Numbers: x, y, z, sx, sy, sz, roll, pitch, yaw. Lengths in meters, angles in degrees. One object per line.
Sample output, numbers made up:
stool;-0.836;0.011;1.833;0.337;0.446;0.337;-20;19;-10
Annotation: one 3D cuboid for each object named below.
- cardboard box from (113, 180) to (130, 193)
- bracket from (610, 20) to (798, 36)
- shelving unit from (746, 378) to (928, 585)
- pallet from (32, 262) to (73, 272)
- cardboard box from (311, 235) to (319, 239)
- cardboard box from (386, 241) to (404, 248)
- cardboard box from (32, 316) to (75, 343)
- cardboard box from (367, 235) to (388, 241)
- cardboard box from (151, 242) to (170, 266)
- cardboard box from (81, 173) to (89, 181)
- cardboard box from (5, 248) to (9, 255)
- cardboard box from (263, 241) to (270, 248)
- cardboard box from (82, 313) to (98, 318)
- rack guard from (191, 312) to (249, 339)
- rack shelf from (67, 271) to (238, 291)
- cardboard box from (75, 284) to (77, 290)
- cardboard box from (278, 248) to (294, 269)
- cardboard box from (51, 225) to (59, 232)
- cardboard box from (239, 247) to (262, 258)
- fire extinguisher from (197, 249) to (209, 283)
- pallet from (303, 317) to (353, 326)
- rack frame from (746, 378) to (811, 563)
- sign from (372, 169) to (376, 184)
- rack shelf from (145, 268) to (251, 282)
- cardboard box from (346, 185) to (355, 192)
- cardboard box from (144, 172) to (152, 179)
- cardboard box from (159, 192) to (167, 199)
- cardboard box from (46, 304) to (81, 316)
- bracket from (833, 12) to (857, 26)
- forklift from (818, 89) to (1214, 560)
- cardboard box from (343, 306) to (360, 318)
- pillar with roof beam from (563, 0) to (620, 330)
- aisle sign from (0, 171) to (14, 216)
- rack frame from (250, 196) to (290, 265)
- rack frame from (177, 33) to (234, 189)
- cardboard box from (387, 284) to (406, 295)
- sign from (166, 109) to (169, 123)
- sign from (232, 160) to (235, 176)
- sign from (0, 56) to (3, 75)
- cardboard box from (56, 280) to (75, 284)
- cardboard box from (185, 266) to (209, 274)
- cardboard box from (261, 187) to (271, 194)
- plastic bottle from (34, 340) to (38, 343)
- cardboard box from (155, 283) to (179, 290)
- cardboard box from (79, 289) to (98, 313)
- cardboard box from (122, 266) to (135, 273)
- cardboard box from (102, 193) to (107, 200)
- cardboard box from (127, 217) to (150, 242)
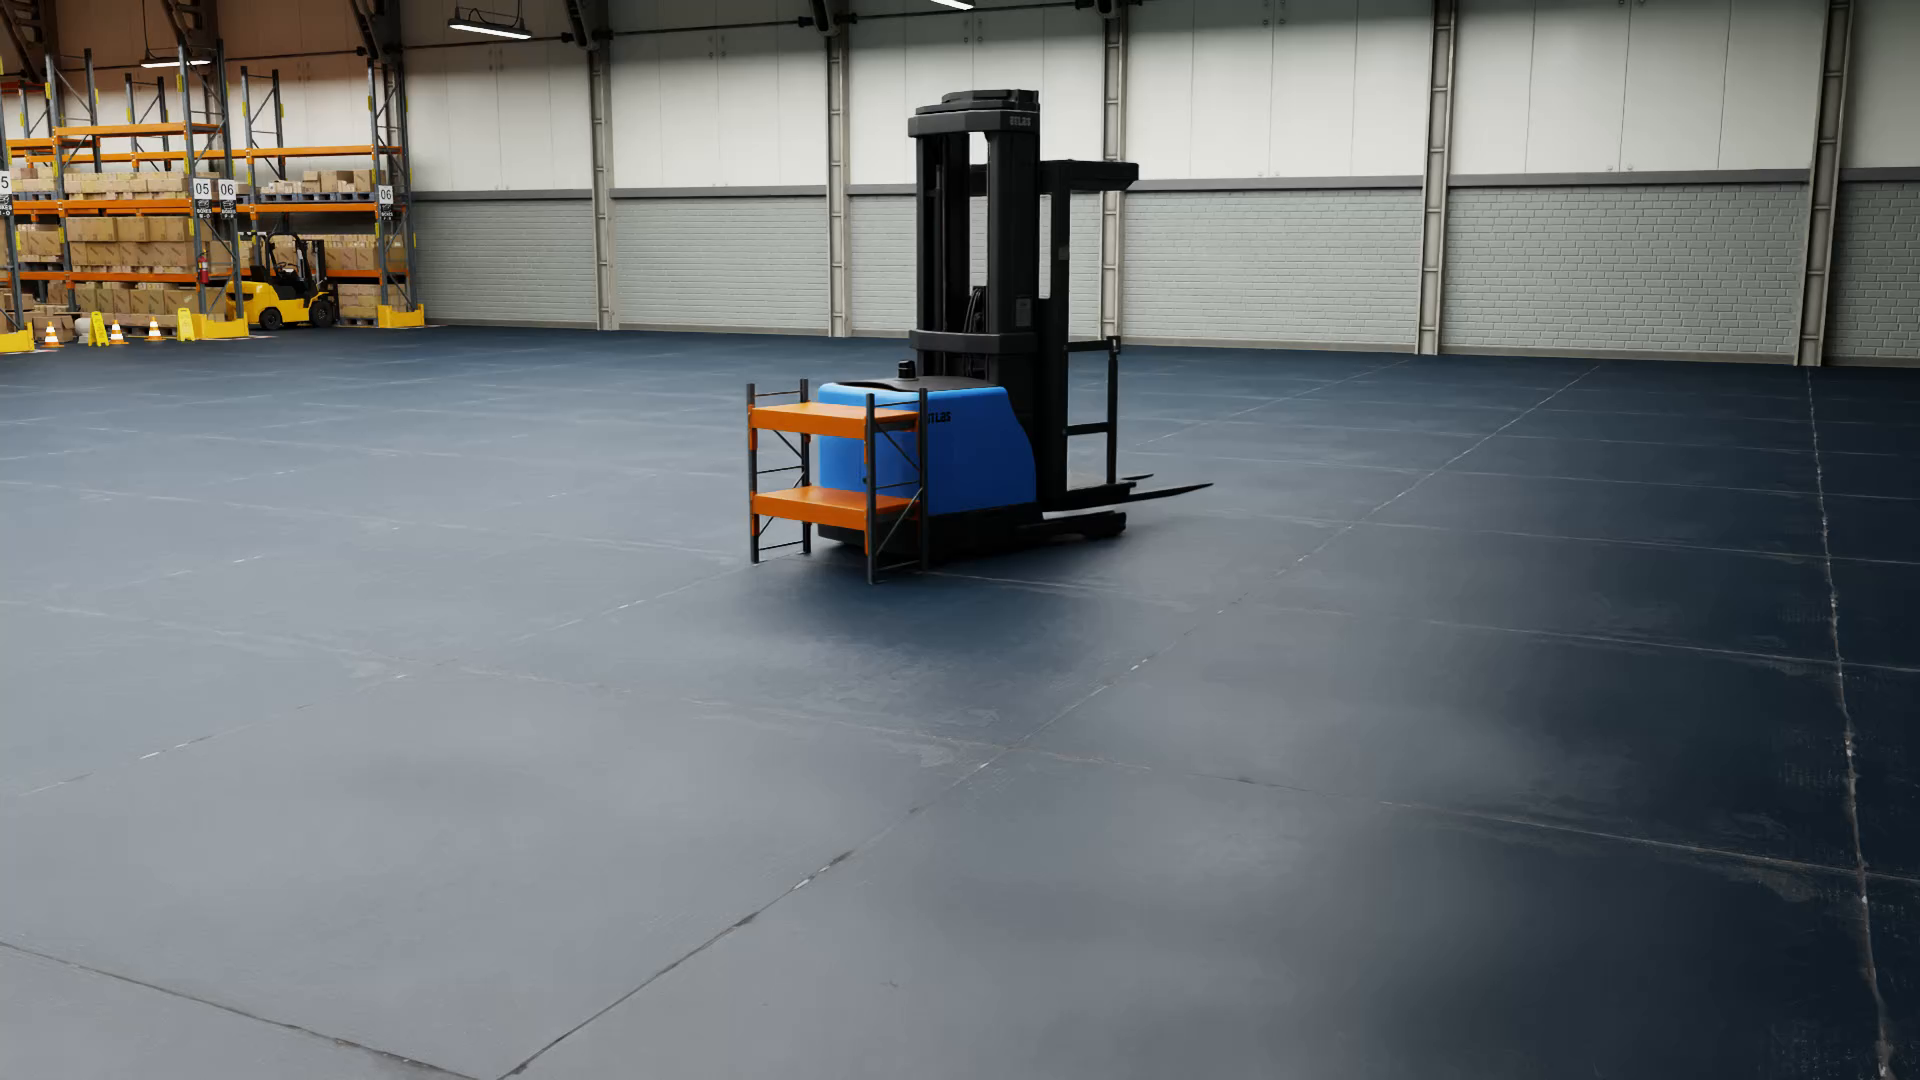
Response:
cardboard box;-17.169;-7.330;34.474;0.500;0.250;0.500;5;11;26
bracket;-5.330;-10.614;34.500;4.783;0.066;0.076;5;11;26
shelving unit;-0.755;-0.383;10.185;1.048;1.125;0.538;9;14;40
pallet;-19.427;-5.969;36.329;1.213;0.211;1.003;5;11;26
cardboard box;-15.037;-7.110;39.156;0.250;0.149;0.380;5;11;26
cardboard box;-13.216;-6.895;38.801;0.250;0.149;0.380;5;11;24
cardboard box;-17.915;-4.171;32.863;0.637;0.503;0.797;-2;11;-14
cardboard box;-13.441;-6.968;38.368;0.250;0.149;0.380;5;11;26
cardboard box;-16.275;-5.900;34.290;0.500;0.500;0.500;5;11;26
cardboard box;-18.189;-7.610;34.900;0.250;0.149;0.380;5;11;24
cardboard box;-20.698;-6.504;36.449;0.500;0.500;0.500;5;11;24
cardboard box;-16.444;-7.075;39.796;0.250;0.149;0.380;5;11;25
cardboard box;-18.397;-4.744;35.564;0.500;0.250;0.500;4;11;23
rack guard;-15.287;-4.441;34.365;0.348;0.500;1.175;5;11;26
rack shelf;-17.013;-5.469;35.045;4.000;0.370;1.077;5;11;26
cardboard box;-22.814;-6.582;43.191;0.250;0.149;0.380;5;11;25
cardboard box;-15.857;-6.708;39.588;0.500;0.500;0.500;5;12;27
cardboard box;-20.091;-6.865;36.620;0.250;0.149;0.380;6;12;29
cardboard box;-17.167;-6.943;40.190;0.500;0.250;0.500;5;11;25
fire extinguisher;-15.320;-5.545;33.660;0.183;0.674;0.296;5;11;26
pallet;-14.821;-5.236;39.568;1.213;0.211;1.003;5;11;26
rack frame;-1.141;-0.442;10.510;0.032;1.125;0.500;9;14;40
sign;-13.279;-8.245;37.680;0.005;0.325;0.100;5;11;26
rack shelf;-18.407;-6.577;41.168;4.000;0.370;1.077;5;11;26
cardboard box;-13.904;-8.083;38.293;0.250;0.149;0.380;5;11;24
cardboard box;-16.525;-7.482;34.190;0.250;0.149;0.380;5;11;26
cardboard box;-16.124;-7.042;33.999;0.250;0.149;0.380;5;12;28
cardboard box;-19.278;-4.935;36.274;0.625;0.372;0.950;5;11;27
bracket;-2.275;-10.345;33.016;0.430;0.232;0.235;5;11;26
forklift;0.510;-1.511;11.346;3.031;2.935;1.130;-9;13;-40
cardboard box;-14.029;-5.339;38.850;0.500;0.250;0.500;5;11;26
pillar with roof beam;-9.776;-8.449;32.644;0.548;9.000;9.100;5;11;26
aisle sign;-17.122;-6.188;29.700;0.004;0.787;0.394;5;11;26
rack frame;-16.613;-6.773;40.233;0.127;3.000;1.000;5;11;26
rack frame;-15.219;-8.617;33.575;0.127;3.000;1.000;5;11;26
cardboard box;-13.374;-5.872;38.986;0.500;0.250;0.500;5;11;25
sign;-19.958;-10.667;41.834;0.005;0.325;0.100;5;11;26
sign;-14.979;-7.658;34.244;0.005;0.325;0.100;5;11;26
sign;-17.068;-8.444;29.553;0.005;0.325;0.100;5;11;26
cardboard box;-23.329;-6.762;43.355;0.250;0.149;0.380;4;11;23
cardboard box;-15.649;-5.537;34.106;0.250;0.149;0.380;5;12;28
cardboard box;-16.345;-8.298;39.479;0.250;0.149;0.380;5;12;27
plastic bottle;-18.140;-3.863;32.401;0.283;0.061;0.133;1;10;6
cardboard box;-16.412;-5.247;34.412;0.250;0.149;0.380;5;12;27
cardboard box;-18.397;-5.113;35.497;0.500;0.500;0.500;6;12;29
cardboard box;-17.284;-5.663;34.803;0.250;0.149;0.380;5;11;26
cardboard box;-17.712;-7.189;34.810;0.250;0.149;0.380;5;11;24
cardboard box;-16.727;-6.423;34.373;0.500;0.500;0.700;5;11;25
